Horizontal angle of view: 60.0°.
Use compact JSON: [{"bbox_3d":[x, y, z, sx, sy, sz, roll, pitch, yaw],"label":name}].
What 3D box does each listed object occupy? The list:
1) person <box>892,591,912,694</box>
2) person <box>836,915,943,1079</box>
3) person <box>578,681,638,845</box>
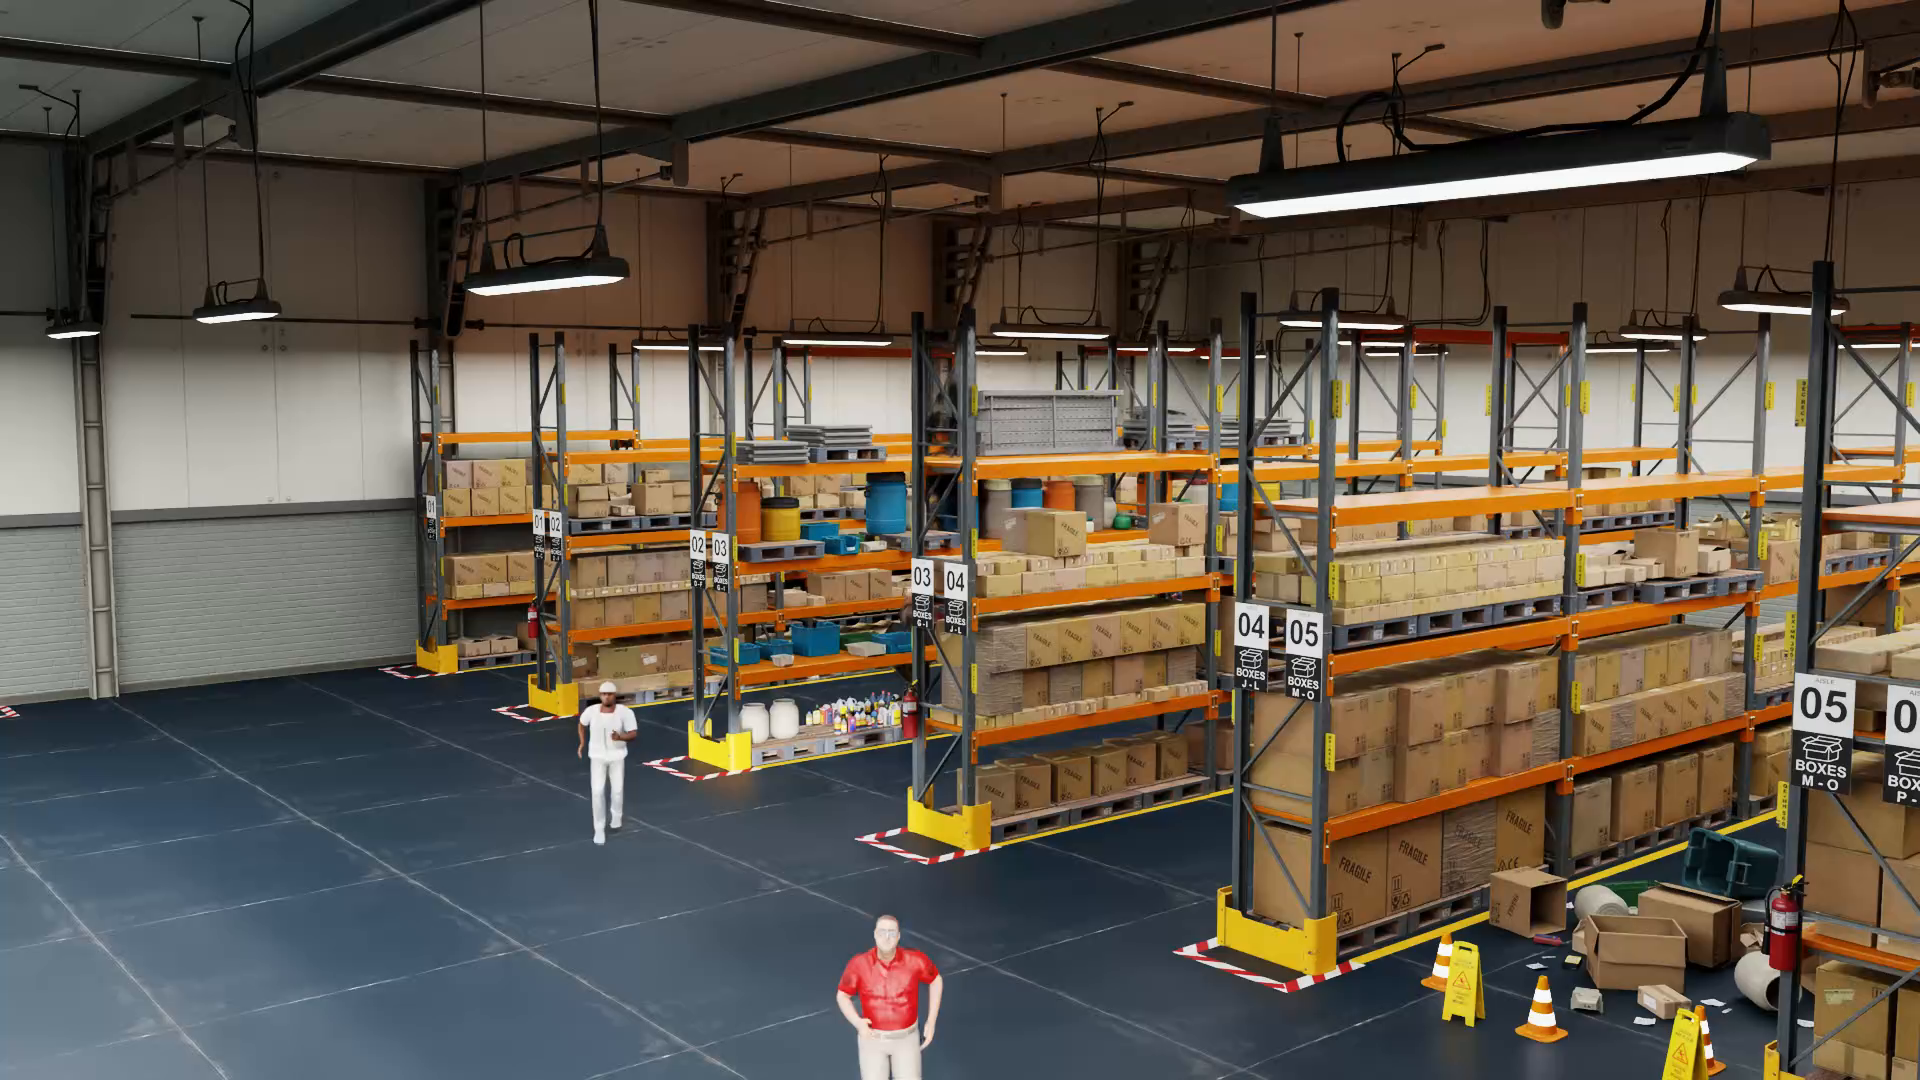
[{"bbox_3d":[-0.864,1.725,27.744,0.717,1.747,0.645,5,7,43],"label":"person"},{"bbox_3d":[-0.465,3.316,10.961,0.705,1.692,0.570,0,5,-1],"label":"person"},{"bbox_3d":[-4.031,2.522,19.047,0.674,1.828,0.782,-1,5,-10],"label":"person"}]
